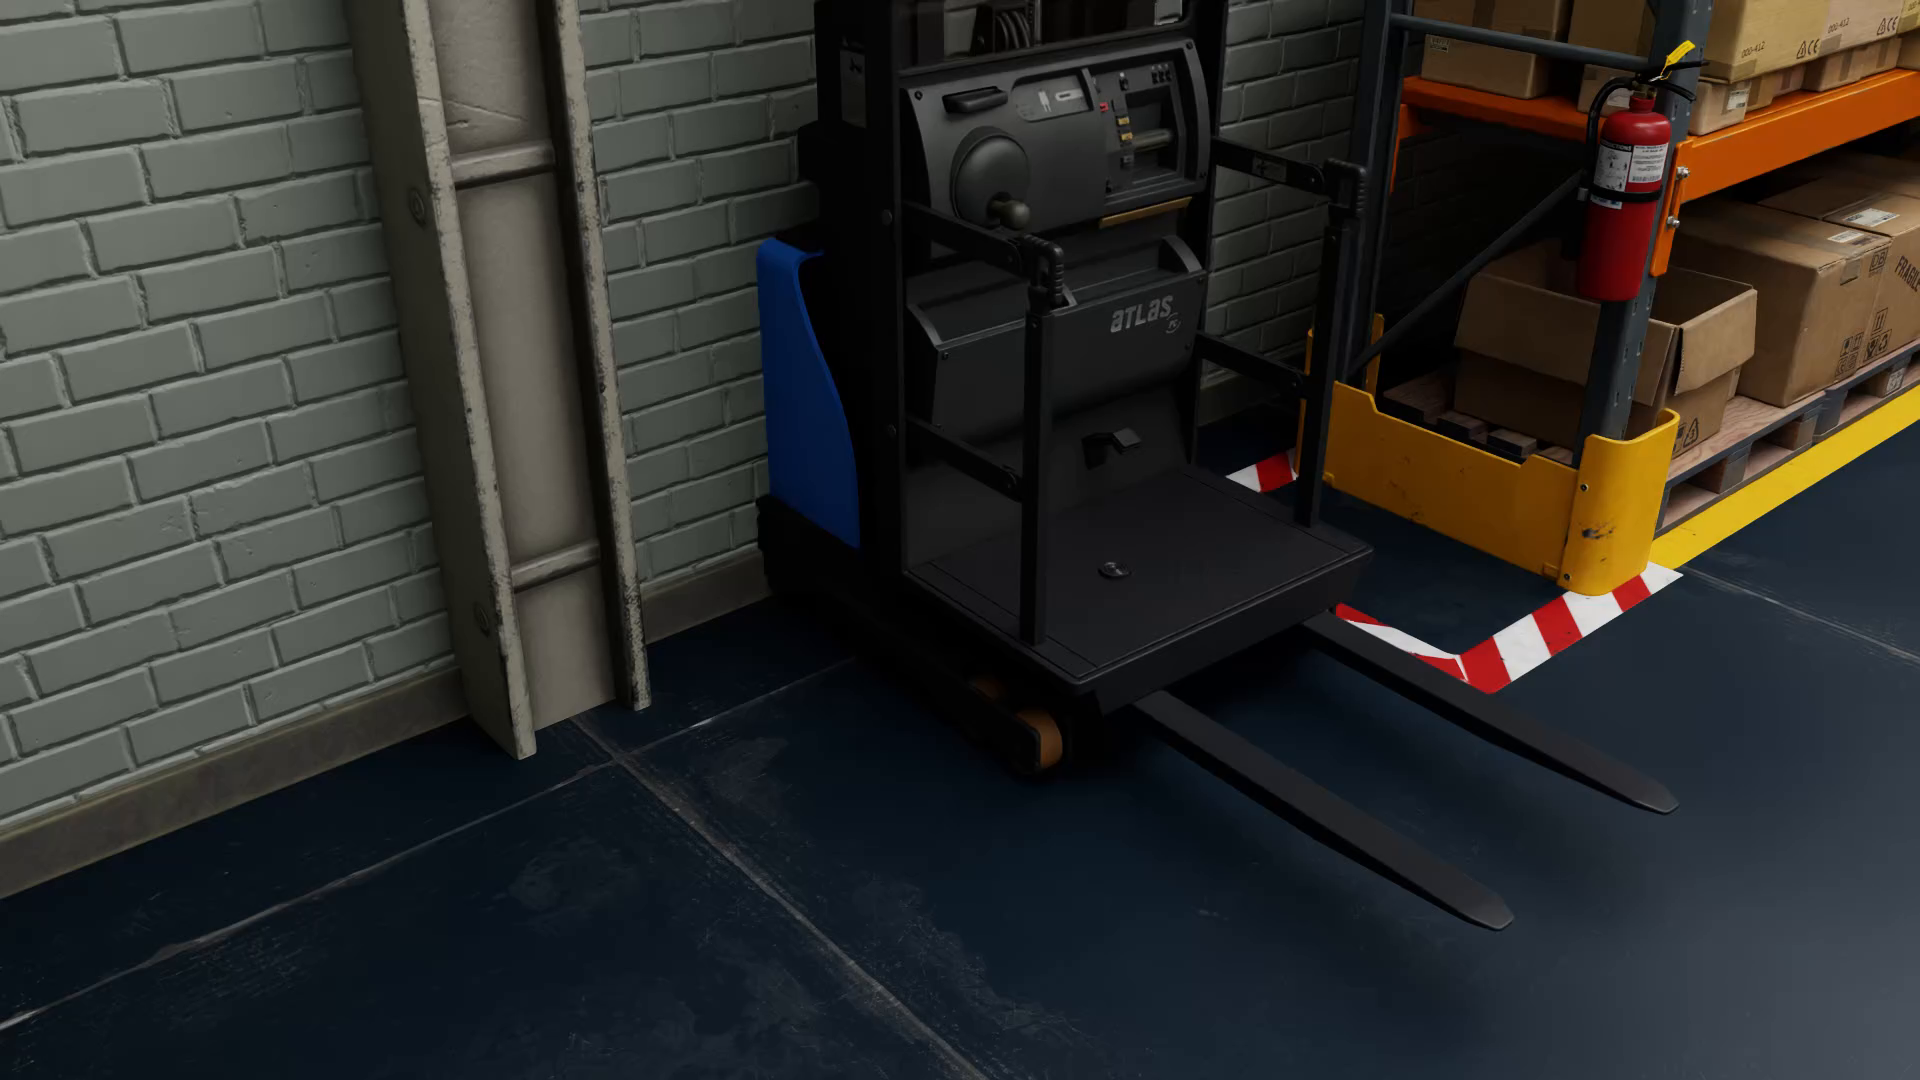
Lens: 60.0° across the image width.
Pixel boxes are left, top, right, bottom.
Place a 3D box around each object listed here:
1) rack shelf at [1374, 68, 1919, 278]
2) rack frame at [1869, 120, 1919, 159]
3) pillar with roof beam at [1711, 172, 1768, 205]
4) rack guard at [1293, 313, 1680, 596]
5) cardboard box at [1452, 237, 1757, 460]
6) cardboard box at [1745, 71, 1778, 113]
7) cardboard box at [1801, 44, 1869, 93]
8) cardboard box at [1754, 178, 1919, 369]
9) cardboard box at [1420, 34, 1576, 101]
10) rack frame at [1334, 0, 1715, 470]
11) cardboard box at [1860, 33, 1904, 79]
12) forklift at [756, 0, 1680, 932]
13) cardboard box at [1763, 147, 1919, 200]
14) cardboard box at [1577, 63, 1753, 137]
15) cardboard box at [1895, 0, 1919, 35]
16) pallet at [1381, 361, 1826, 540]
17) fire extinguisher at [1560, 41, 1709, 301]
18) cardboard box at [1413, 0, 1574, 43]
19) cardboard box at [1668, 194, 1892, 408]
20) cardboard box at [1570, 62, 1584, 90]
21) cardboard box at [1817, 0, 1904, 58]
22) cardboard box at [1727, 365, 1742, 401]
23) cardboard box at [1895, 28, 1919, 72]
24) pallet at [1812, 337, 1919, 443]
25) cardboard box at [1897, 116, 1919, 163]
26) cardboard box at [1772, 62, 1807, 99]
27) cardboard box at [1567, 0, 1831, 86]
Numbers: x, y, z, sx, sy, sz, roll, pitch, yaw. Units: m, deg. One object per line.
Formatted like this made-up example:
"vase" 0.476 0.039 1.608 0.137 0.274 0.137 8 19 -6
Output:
"rack shelf" 3.089 -1.676 5.968 4.000 0.370 1.077 -22 35 -35
"rack frame" 4.611 -2.606 6.943 0.127 3.000 1.000 -22 35 -35
"pillar with roof beam" 6.290 -3.818 2.847 0.400 9.000 9.100 -22 35 -35
"rack guard" 1.626 -0.303 5.286 0.348 0.500 1.175 -22 35 -35
"cardboard box" 2.095 -0.619 5.429 0.637 0.503 0.797 -24 36 -37
"cardboard box" 2.159 -1.368 4.893 0.250 0.149 0.380 -21 35 -34
"cardboard box" 2.569 -1.516 5.171 0.250 0.149 0.380 -21 34 -33
"cardboard box" 3.237 -0.991 6.129 0.500 0.500 0.500 -21 35 -34
"cardboard box" 1.646 -1.469 5.082 0.250 0.149 0.380 -22 35 -35
"rack frame" 1.568 -1.382 4.653 0.127 3.000 1.000 -22 35 -35
"cardboard box" 2.767 -1.599 5.326 0.250 0.149 0.380 -21 35 -34
"forklift" 0.397 -0.974 3.962 1.130 2.935 3.031 -20 34 -33
"cardboard box" 3.560 -1.183 6.488 0.500 0.500 0.700 -23 36 -37
"cardboard box" 1.996 -1.273 4.717 0.250 0.149 0.380 -22 35 -35
"cardboard box" 2.855 -1.800 5.279 0.500 0.250 0.500 -23 36 -36
"pallet" 2.231 -0.419 5.811 1.213 0.211 1.003 -22 35 -35
"fire extinguisher" 1.756 -0.973 4.365 0.183 0.674 0.296 -22 35 -35
"cardboard box" 1.745 -1.683 5.060 0.500 0.250 0.500 -21 34 -34
"cardboard box" 2.770 -0.865 5.893 0.500 0.500 0.700 -20 34 -33
"cardboard box" 1.879 -1.524 5.186 0.250 0.149 0.380 -21 34 -34
"cardboard box" 2.471 -1.643 4.986 0.500 0.250 0.500 -21 35 -34
"cardboard box" 2.443 -0.579 5.730 0.250 0.149 0.380 -24 36 -37
"cardboard box" 3.008 -1.650 5.421 0.250 0.149 0.380 -23 36 -36
"pallet" 3.159 -0.791 6.506 1.213 0.211 1.003 -22 35 -35
"cardboard box" 4.792 -1.945 7.913 0.500 0.500 0.500 -22 35 -35
"cardboard box" 2.337 -1.461 5.067 0.250 0.149 0.380 -22 35 -36
"cardboard box" 2.088 -1.489 4.698 0.500 0.250 0.500 -22 35 -35
